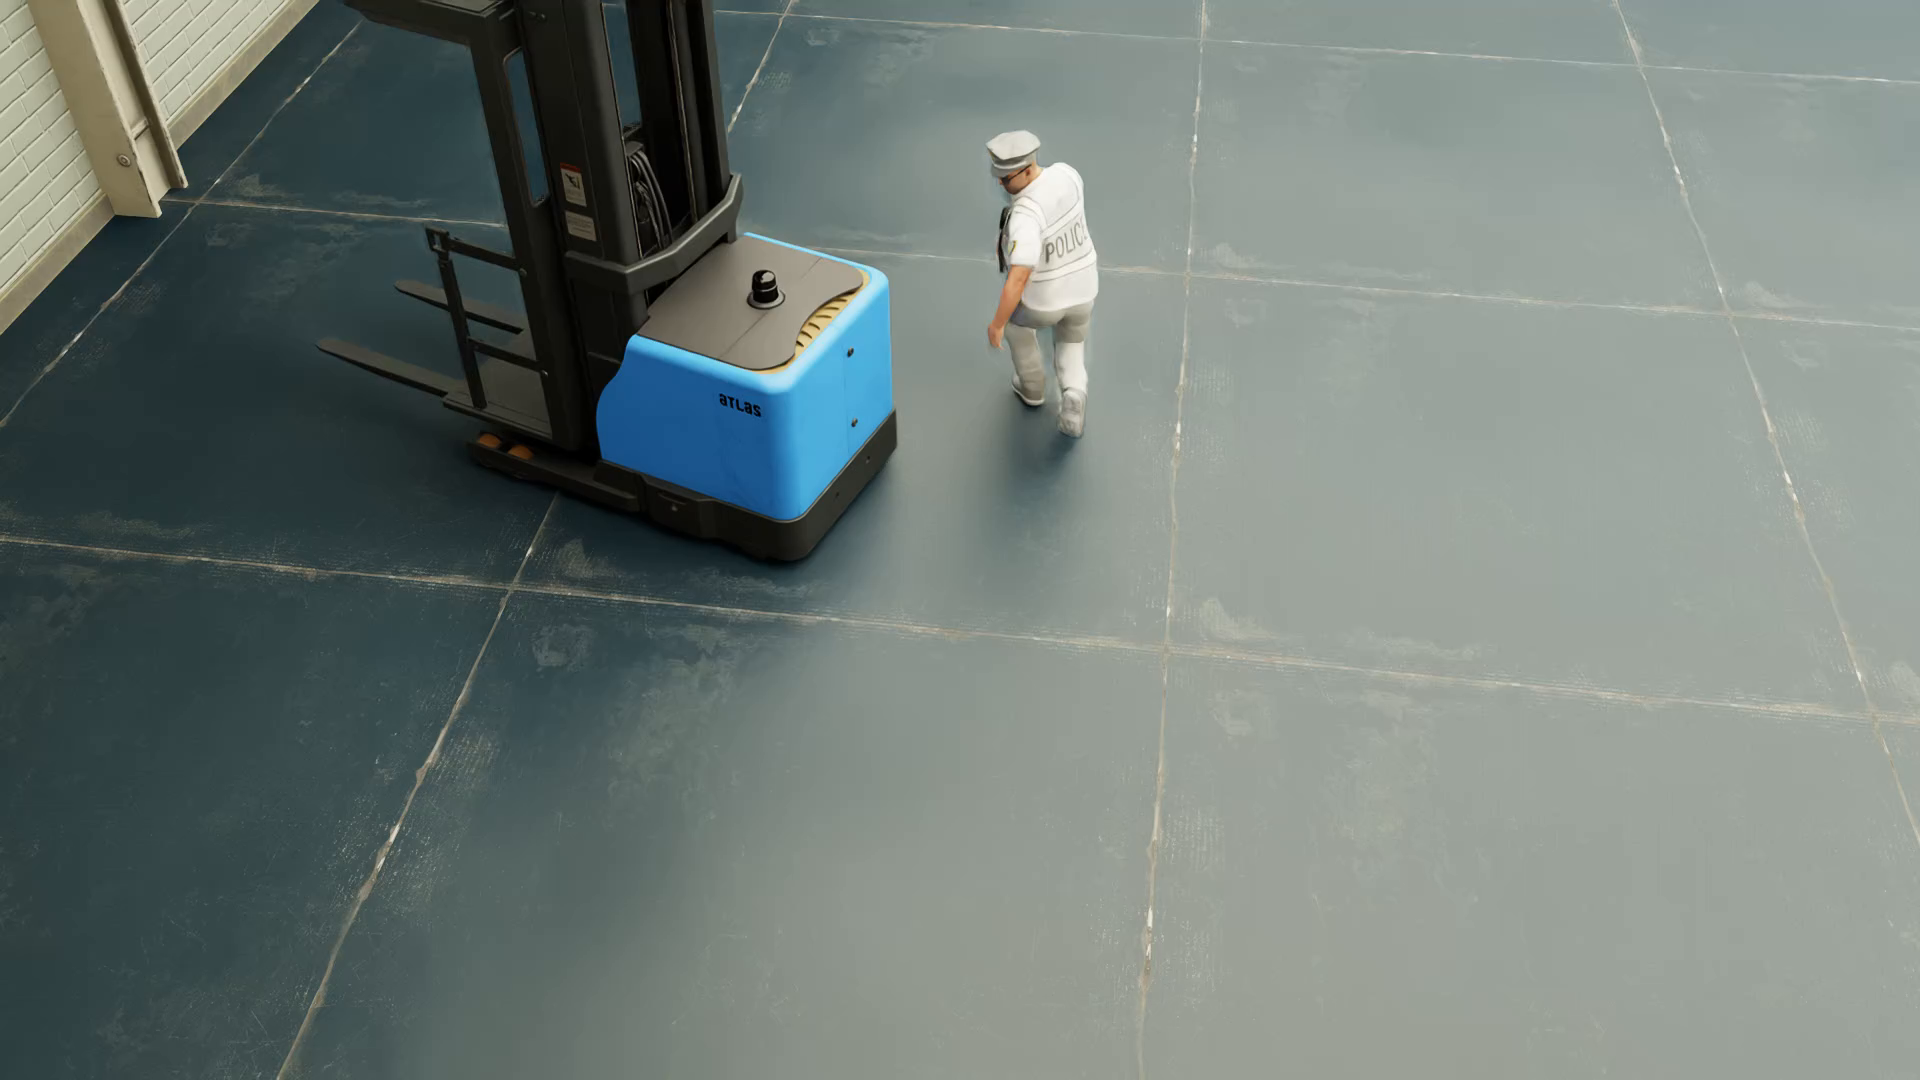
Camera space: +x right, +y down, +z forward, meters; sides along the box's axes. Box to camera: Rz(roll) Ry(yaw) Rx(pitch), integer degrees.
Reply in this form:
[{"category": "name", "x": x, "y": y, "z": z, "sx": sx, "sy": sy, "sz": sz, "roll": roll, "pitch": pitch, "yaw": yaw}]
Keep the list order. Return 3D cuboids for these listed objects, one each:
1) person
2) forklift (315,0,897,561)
[{"category": "person", "x": 0.372, "y": -1.243, "z": 8.153, "sx": 0.654, "sy": 1.531, "sz": 0.830, "roll": -19, "pitch": 46, "yaw": -20}, {"category": "forklift", "x": -1.866, "y": -1.681, "z": 7.554, "sx": 3.031, "sy": 2.935, "sz": 1.130, "roll": 19, "pitch": 46, "yaw": 19}]
